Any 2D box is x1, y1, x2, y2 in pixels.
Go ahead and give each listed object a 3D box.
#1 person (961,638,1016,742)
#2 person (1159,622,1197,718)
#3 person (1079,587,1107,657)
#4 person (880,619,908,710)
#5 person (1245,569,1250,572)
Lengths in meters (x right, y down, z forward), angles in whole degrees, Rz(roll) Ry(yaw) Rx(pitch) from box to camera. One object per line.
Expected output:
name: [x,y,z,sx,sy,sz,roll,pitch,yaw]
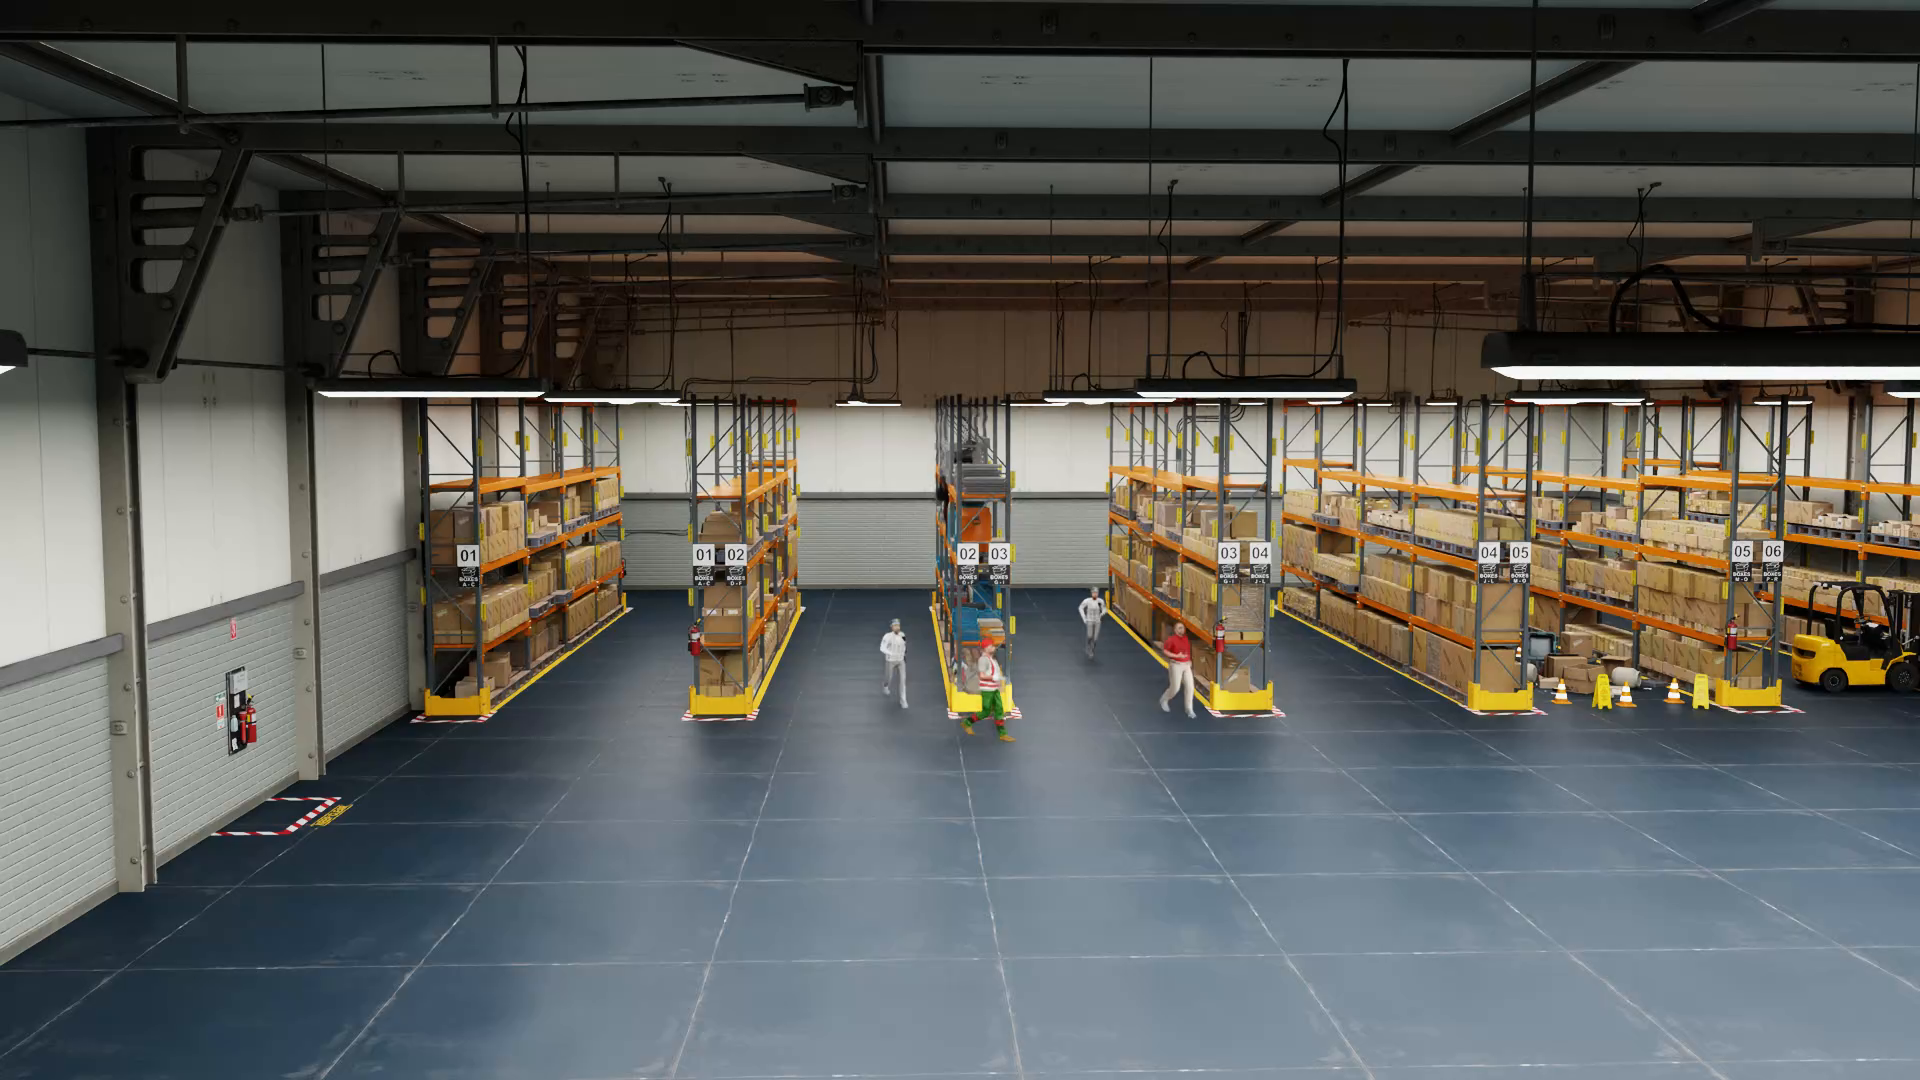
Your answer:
person: [0.489,2.569,28.527,0.979,1.780,0.656,2,5,21]
person: [4.081,2.425,31.115,0.665,1.774,0.826,-3,5,-31]
person: [3.069,1.888,38.158,0.614,1.651,0.597,0,5,-5]
person: [-1.281,2.358,32.170,0.581,1.708,1.095,-2,5,-19]
person: [8.347,1.056,48.433,0.707,1.731,0.656,1,5,18]
